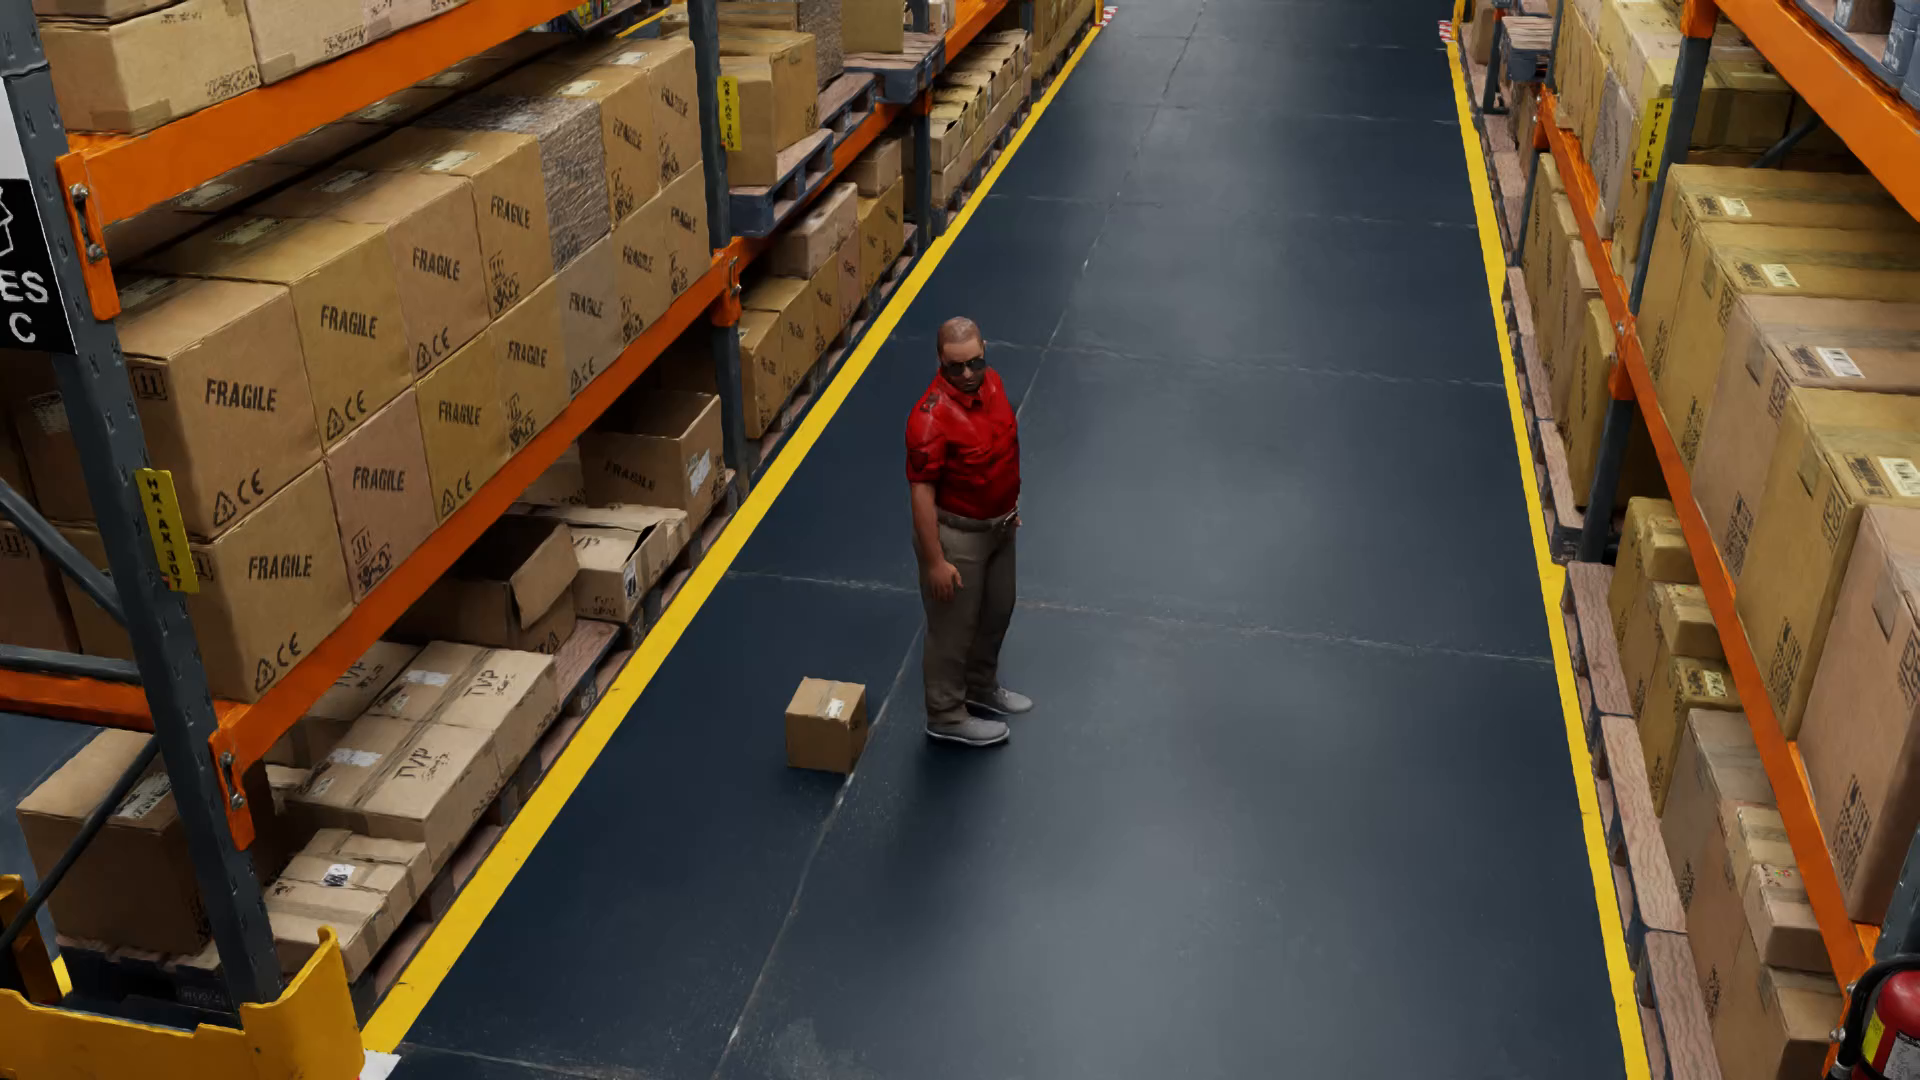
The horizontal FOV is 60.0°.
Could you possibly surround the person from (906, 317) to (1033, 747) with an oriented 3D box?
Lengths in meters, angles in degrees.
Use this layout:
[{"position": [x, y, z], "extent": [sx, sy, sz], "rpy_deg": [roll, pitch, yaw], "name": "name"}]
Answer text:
[{"position": [0.042, -0.009, 6.170], "extent": [0.360, 1.760, 0.612], "rpy_deg": [15, 32, 25], "name": "person"}]
